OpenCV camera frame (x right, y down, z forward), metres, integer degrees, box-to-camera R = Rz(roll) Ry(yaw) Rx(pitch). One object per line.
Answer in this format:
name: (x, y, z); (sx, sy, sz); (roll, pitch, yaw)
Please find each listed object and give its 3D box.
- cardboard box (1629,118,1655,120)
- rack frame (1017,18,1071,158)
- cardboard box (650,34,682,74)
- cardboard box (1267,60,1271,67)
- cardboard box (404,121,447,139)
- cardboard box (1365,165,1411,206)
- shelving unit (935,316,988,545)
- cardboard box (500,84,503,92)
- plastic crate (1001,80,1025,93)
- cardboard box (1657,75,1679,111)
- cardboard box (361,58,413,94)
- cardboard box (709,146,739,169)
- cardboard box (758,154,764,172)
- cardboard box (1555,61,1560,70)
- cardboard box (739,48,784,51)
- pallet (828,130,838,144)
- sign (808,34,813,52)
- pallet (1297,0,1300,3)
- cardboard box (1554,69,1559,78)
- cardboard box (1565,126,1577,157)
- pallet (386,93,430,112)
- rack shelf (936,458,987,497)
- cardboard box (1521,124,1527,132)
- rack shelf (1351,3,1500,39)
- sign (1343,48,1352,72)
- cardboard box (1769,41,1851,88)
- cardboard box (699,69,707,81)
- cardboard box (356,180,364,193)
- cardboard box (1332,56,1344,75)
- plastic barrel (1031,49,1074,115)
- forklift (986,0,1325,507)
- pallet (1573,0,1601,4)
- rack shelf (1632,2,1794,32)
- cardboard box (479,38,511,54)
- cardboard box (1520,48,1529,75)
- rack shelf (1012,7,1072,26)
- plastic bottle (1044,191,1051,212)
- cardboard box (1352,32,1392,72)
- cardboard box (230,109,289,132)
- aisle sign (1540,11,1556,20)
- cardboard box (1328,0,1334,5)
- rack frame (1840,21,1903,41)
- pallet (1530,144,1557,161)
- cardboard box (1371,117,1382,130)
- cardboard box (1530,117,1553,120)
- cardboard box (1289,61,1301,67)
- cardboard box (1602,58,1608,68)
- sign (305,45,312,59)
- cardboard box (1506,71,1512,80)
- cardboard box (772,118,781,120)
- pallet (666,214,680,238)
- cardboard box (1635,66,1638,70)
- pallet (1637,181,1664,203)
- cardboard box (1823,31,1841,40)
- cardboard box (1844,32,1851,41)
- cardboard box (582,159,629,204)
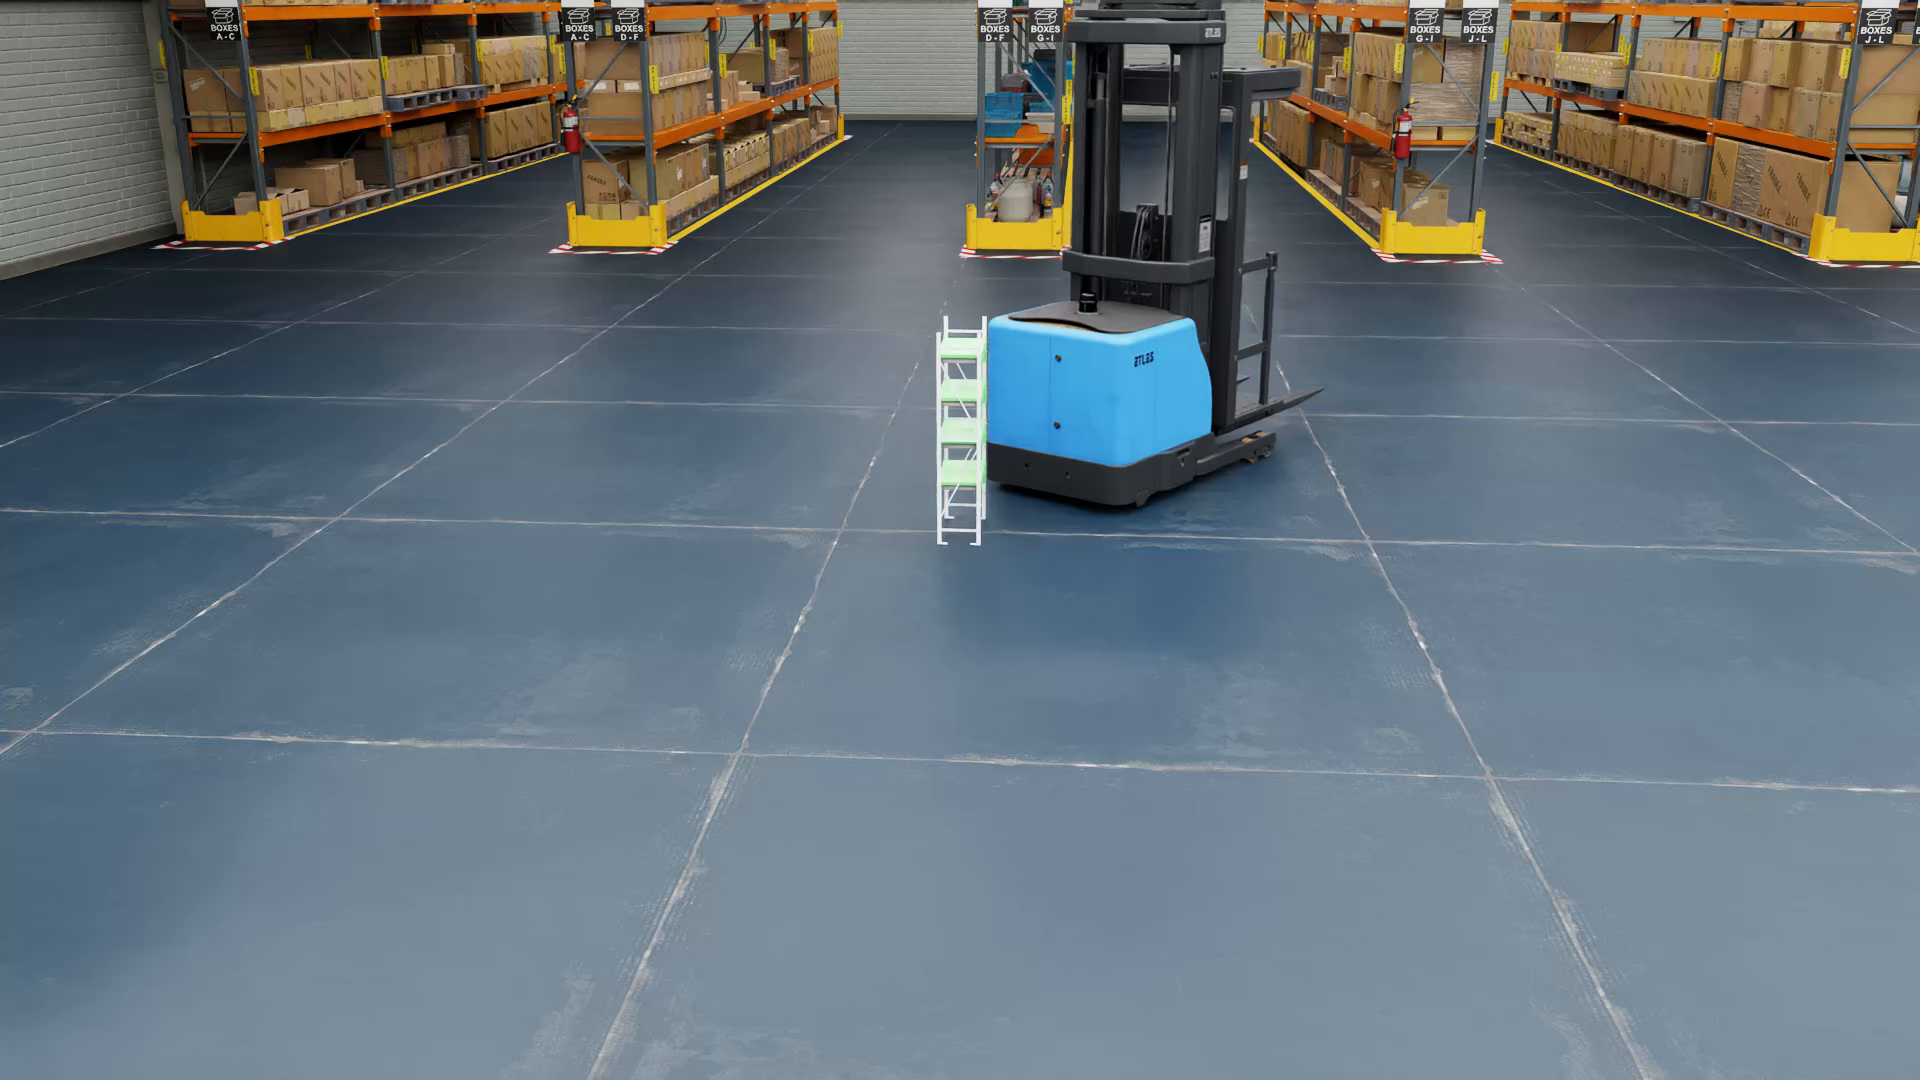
cardboard box: (11.492, -6.949, 27.950); (0.500, 0.250, 0.500); (1, 18, 3)
rack frame: (1.571, -8.710, 31.188); (1.000, 3.000, 0.127); (1, 18, 4)
cardboard box: (-4.076, -6.396, 21.880); (0.700, 0.500, 0.500); (1, 18, 4)
cardboard box: (6.424, -9.451, 33.213); (0.500, 0.250, 0.500); (1, 18, 2)
cardboard box: (-8.700, -6.666, 27.053); (0.500, 0.250, 0.500); (2, 18, 5)
cardboard box: (5.836, -4.825, 22.672); (0.500, 0.500, 0.500); (7, 20, 21)
shelving unit: (0.012, -0.622, 9.393); (0.258, 1.200, 0.503); (1, 18, 4)
cardboard box: (-8.307, -7.997, 29.381); (0.380, 0.149, 0.250); (2, 18, 5)
plastic crate: (0.727, -6.413, 24.075); (0.402, 0.464, 0.583); (1, 18, 4)
cardboard box: (10.755, -6.660, 24.770); (0.500, 0.500, 0.500); (1, 18, 3)
cardboard box: (-8.766, -7.034, 25.205); (0.700, 0.500, 0.500); (3, 18, 10)
cardboard box: (-3.624, -5.775, 25.070); (0.500, 0.311, 0.500); (1, 18, 3)
cardboard box: (-3.484, -6.143, 27.096); (0.500, 0.250, 0.500); (1, 18, 3)
cardboard box: (10.964, -8.567, 30.002); (0.380, 0.149, 0.250); (2, 18, 5)
cardboard box: (-3.612, -8.712, 30.358); (0.700, 0.500, 0.500); (4, 19, 13)
pallet: (-3.144, -8.468, 34.927); (1.003, 0.211, 1.213); (1, 18, 4)
sign: (-2.816, -9.361, 31.314); (0.100, 0.325, 0.005); (1, 18, 4)
pallet: (6.295, -9.241, 28.295); (1.003, 0.211, 1.213); (2, 18, 6)
cardboard box: (10.964, -8.426, 30.048); (0.380, 0.149, 0.250); (0, 18, 1)
cardboard box: (11.097, -7.081, 29.557); (0.500, 0.500, 0.500); (2, 18, 6)
pallet: (-8.684, -6.590, 25.024); (1.003, 0.211, 1.213); (1, 18, 4)
rack shelf: (0.012, -0.333, 9.488); (0.258, 0.148, 0.480); (1, 18, 4)
cardboard box: (11.388, -8.205, 33.073); (0.380, 0.149, 0.250); (0, 18, 1)
rack shelf: (5.794, -6.577, 21.017); (1.077, 0.370, 4.000); (1, 18, 4)
sign: (5.384, -6.676, 23.122); (0.100, 0.325, 0.005); (1, 18, 4)
cardboard box: (10.687, -5.941, 20.760); (0.875, 0.550, 0.500); (1, 18, 4)
cardboard box: (-3.768, -6.527, 23.323); (0.380, 0.149, 0.250); (1, 18, 3)
cardboard box: (-8.892, -5.142, 24.143); (0.380, 0.166, 0.250); (-1, 18, -3)
cardboard box: (6.226, -7.436, 26.463); (0.500, 0.500, 0.500); (-1, 18, -3)
plastic barrel: (1.327, -6.577, 23.872); (0.600, 0.901, 0.708); (1, 18, 4)
forklift: (1.459, -1.985, 10.774); (1.130, 2.935, 3.031); (14, 23, 36)
pallet: (11.229, -9.282, 28.418); (1.213, 0.211, 1.003); (1, 18, 4)
rack shelf: (11.021, -7.678, 24.374); (1.077, 0.370, 4.000); (1, 18, 4)
cardboard box: (-8.238, -8.701, 29.286); (0.500, 0.250, 0.500); (1, 18, 4)
cardboard box: (11.370, -9.437, 32.767); (0.500, 0.500, 0.500); (2, 18, 5)
rack shelf: (1.141, -7.930, 25.146); (1.077, 0.370, 4.000); (1, 18, 4)
plastic bottle: (1.152, -4.452, 21.867); (0.097, 0.271, 0.097); (0, 18, 0)
cardboard box: (5.652, -6.645, 22.641); (0.500, 0.500, 0.500); (1, 18, 4)
cardboard box: (-8.819, -5.287, 20.950); (0.500, 0.250, 0.500); (1, 18, 2)
aisle sign: (12.042, -10.951, 33.852); (0.394, 0.787, 0.004); (1, 18, 4)
cardboard box: (5.872, -8.252, 25.213); (0.500, 0.250, 0.500); (2, 18, 5)
rack frame: (16.396, -8.378, 30.175); (1.000, 3.000, 0.127); (1, 18, 4)
pallet: (11.464, -7.342, 31.490); (1.003, 0.211, 1.213); (1, 18, 4)
cardboard box: (5.468, -5.315, 21.228); (0.380, 0.149, 0.250); (1, 18, 4)
cardboard box: (11.364, -8.183, 32.527); (0.380, 0.149, 0.250); (1, 18, 4)
cardboard box: (6.194, -8.354, 29.939); (0.500, 0.500, 0.500); (1, 18, 4)
cardboard box: (10.763, -7.818, 27.240); (0.380, 0.149, 0.250); (1, 18, 3)
sign: (-9.438, -7.008, 24.134); (0.100, 0.325, 0.005); (1, 18, 4)
cardboard box: (11.388, -9.487, 33.962); (0.380, 0.149, 0.250); (1, 18, 3)
cardboard box: (-3.647, -7.698, 31.407); (0.500, 0.500, 0.500); (0, 18, 1)
pallet: (-4.217, -4.008, 21.316); (1.003, 0.211, 1.213); (1, 18, 4)
cardboard box: (11.450, -7.828, 27.747); (0.380, 0.149, 0.250); (1, 18, 4)
pallet: (10.943, -5.269, 25.164); (1.003, 0.211, 1.213); (1, 18, 4)
cardboard box: (16.154, -9.054, 30.470); (0.500, 0.500, 0.500); (1, 18, 3)
cardboard box: (16.077, -8.771, 29.606); (0.500, 0.500, 0.500); (1, 18, 5)
cardboard box: (-4.488, -4.517, 20.929); (0.500, 0.500, 0.500); (1, 18, 4)
